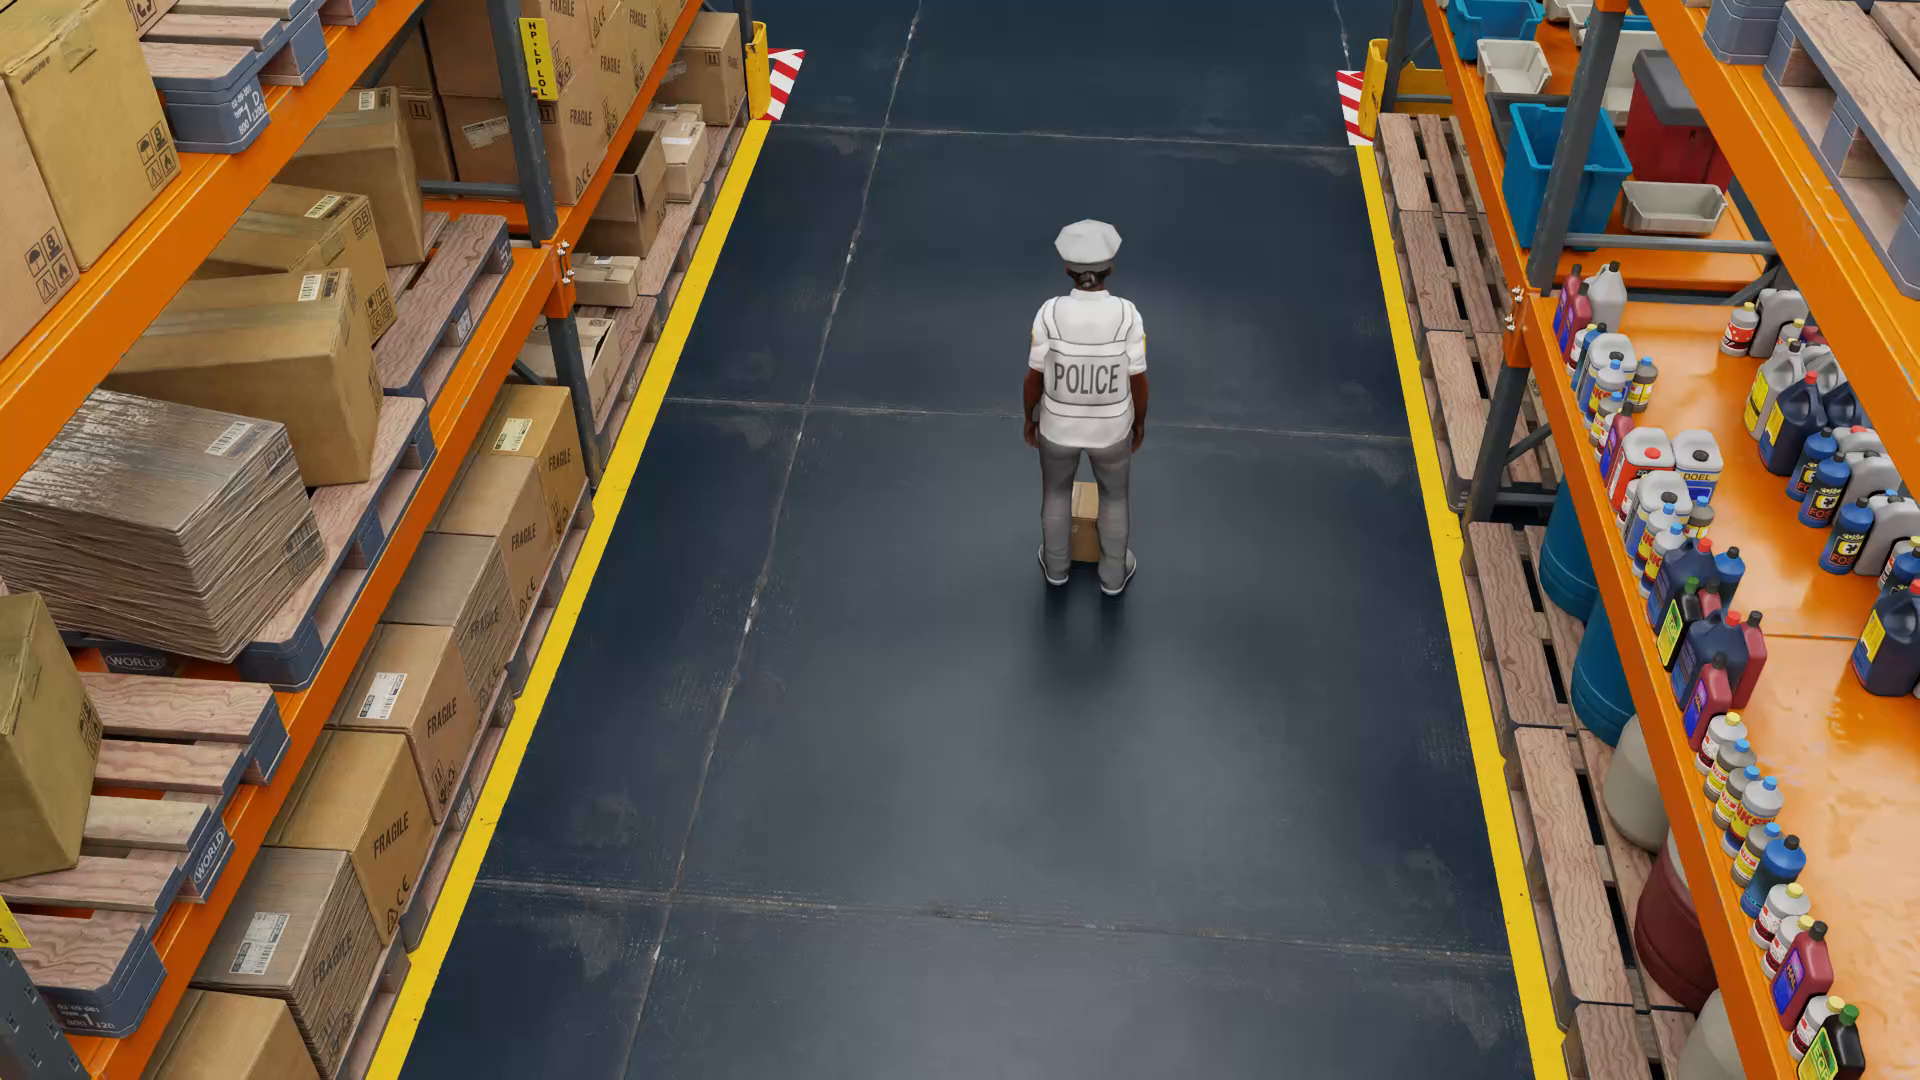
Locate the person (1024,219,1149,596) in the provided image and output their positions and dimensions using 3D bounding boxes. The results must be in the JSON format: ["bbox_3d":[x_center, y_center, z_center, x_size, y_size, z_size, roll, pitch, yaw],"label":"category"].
[{"bbox_3d":[0.510,-0.475,6.718,0.512,1.657,0.416,3,40,3],"label":"person"}]
